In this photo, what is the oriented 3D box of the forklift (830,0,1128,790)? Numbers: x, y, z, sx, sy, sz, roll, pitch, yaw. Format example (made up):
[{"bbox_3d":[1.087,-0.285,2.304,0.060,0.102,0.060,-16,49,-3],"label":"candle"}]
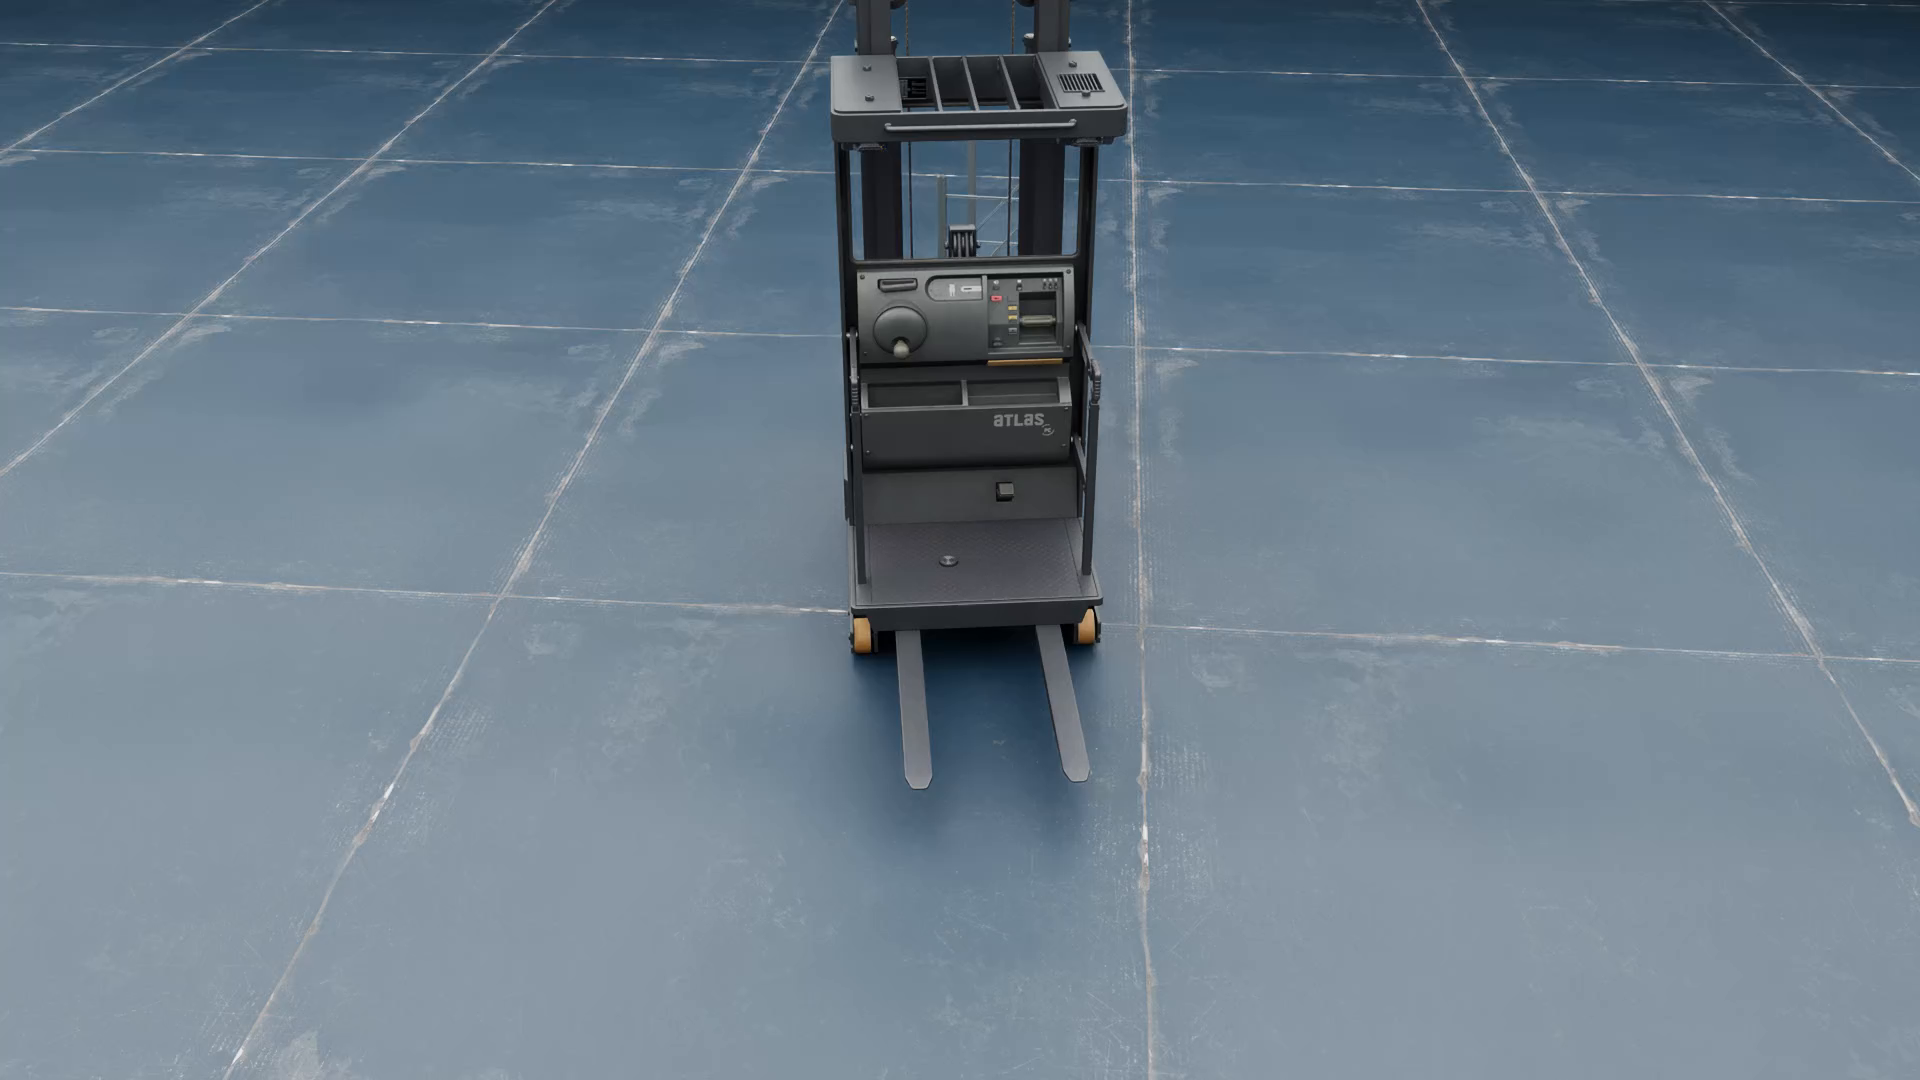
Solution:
[{"bbox_3d":[0.044,-0.920,6.949,1.130,2.935,3.031,-2,32,-3],"label":"forklift"}]

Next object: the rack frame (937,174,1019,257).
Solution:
[{"bbox_3d":[0.134,-1.177,8.730,0.500,1.500,0.032,5,32,8],"label":"rack frame"}]

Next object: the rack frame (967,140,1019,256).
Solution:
[{"bbox_3d":[0.291,-1.704,9.585,0.500,1.500,0.032,5,32,8],"label":"rack frame"}]

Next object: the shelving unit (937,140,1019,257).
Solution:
[{"bbox_3d":[0.211,-1.436,9.150,0.587,1.500,1.083,5,32,8],"label":"shelving unit"}]
